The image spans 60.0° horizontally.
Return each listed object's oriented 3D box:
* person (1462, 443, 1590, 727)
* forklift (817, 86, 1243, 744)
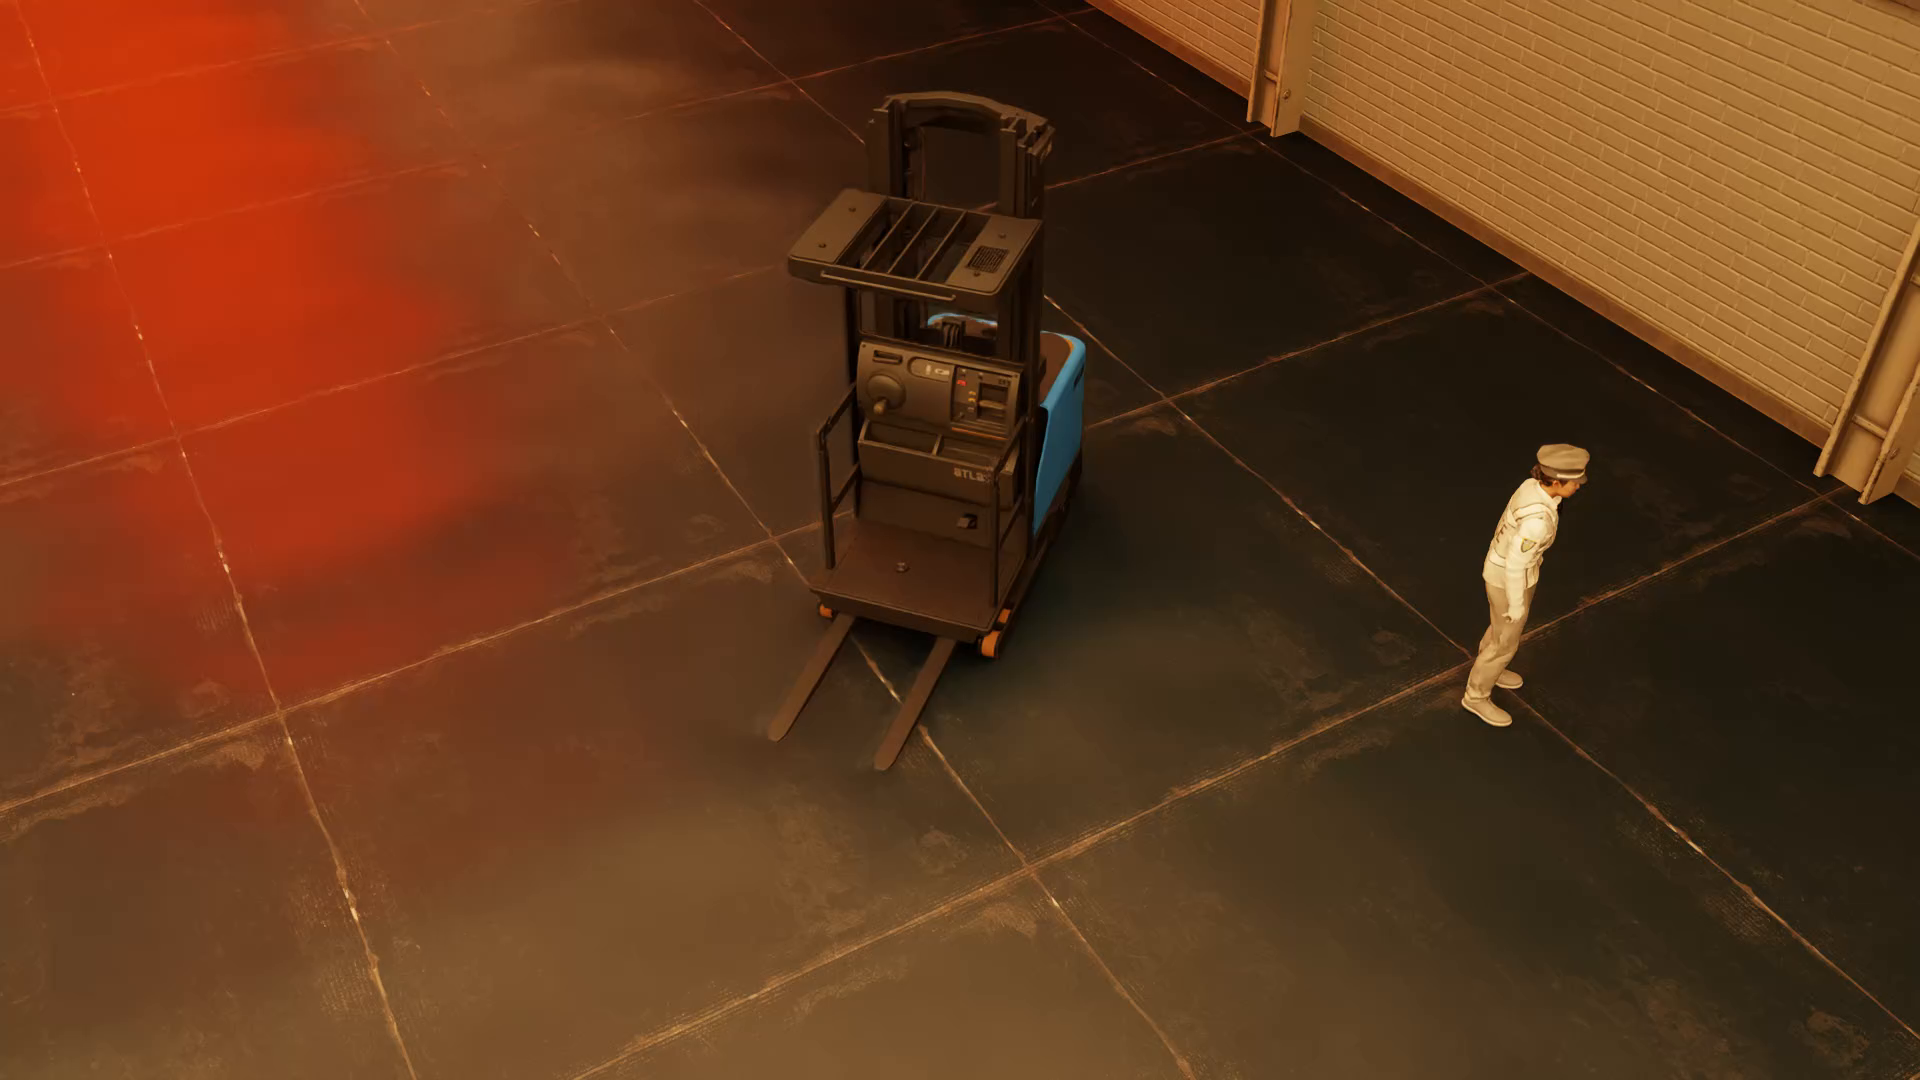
[{"bbox_3d":[2.952,0.203,8.787,0.376,1.662,0.544,15,42,17],"label":"person"},{"bbox_3d":[0.385,-0.802,9.003,1.130,2.935,3.031,-24,45,-26],"label":"forklift"}]
